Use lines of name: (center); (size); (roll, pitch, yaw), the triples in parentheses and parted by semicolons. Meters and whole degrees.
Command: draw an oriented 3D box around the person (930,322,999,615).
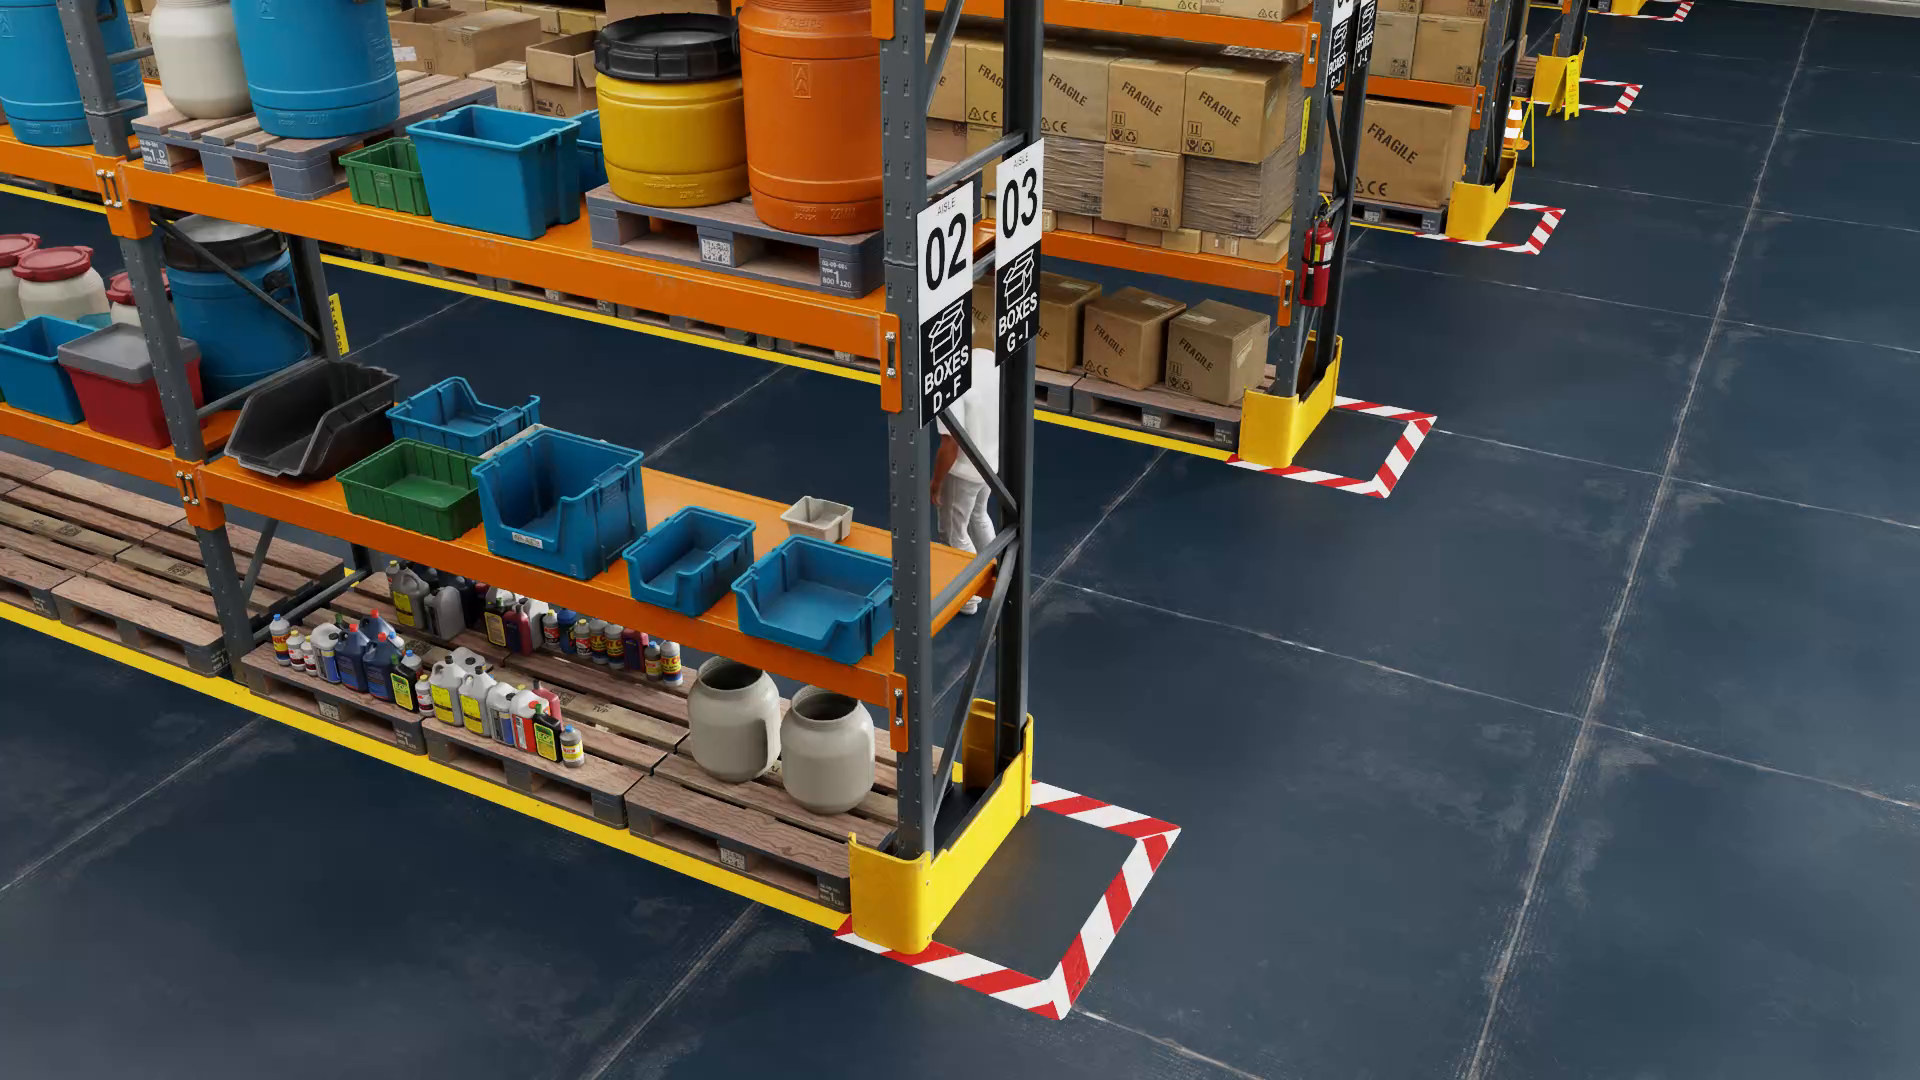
person: (0.019, -0.433, 9.027); (0.457, 1.761, 0.628); (15, 33, 24)
